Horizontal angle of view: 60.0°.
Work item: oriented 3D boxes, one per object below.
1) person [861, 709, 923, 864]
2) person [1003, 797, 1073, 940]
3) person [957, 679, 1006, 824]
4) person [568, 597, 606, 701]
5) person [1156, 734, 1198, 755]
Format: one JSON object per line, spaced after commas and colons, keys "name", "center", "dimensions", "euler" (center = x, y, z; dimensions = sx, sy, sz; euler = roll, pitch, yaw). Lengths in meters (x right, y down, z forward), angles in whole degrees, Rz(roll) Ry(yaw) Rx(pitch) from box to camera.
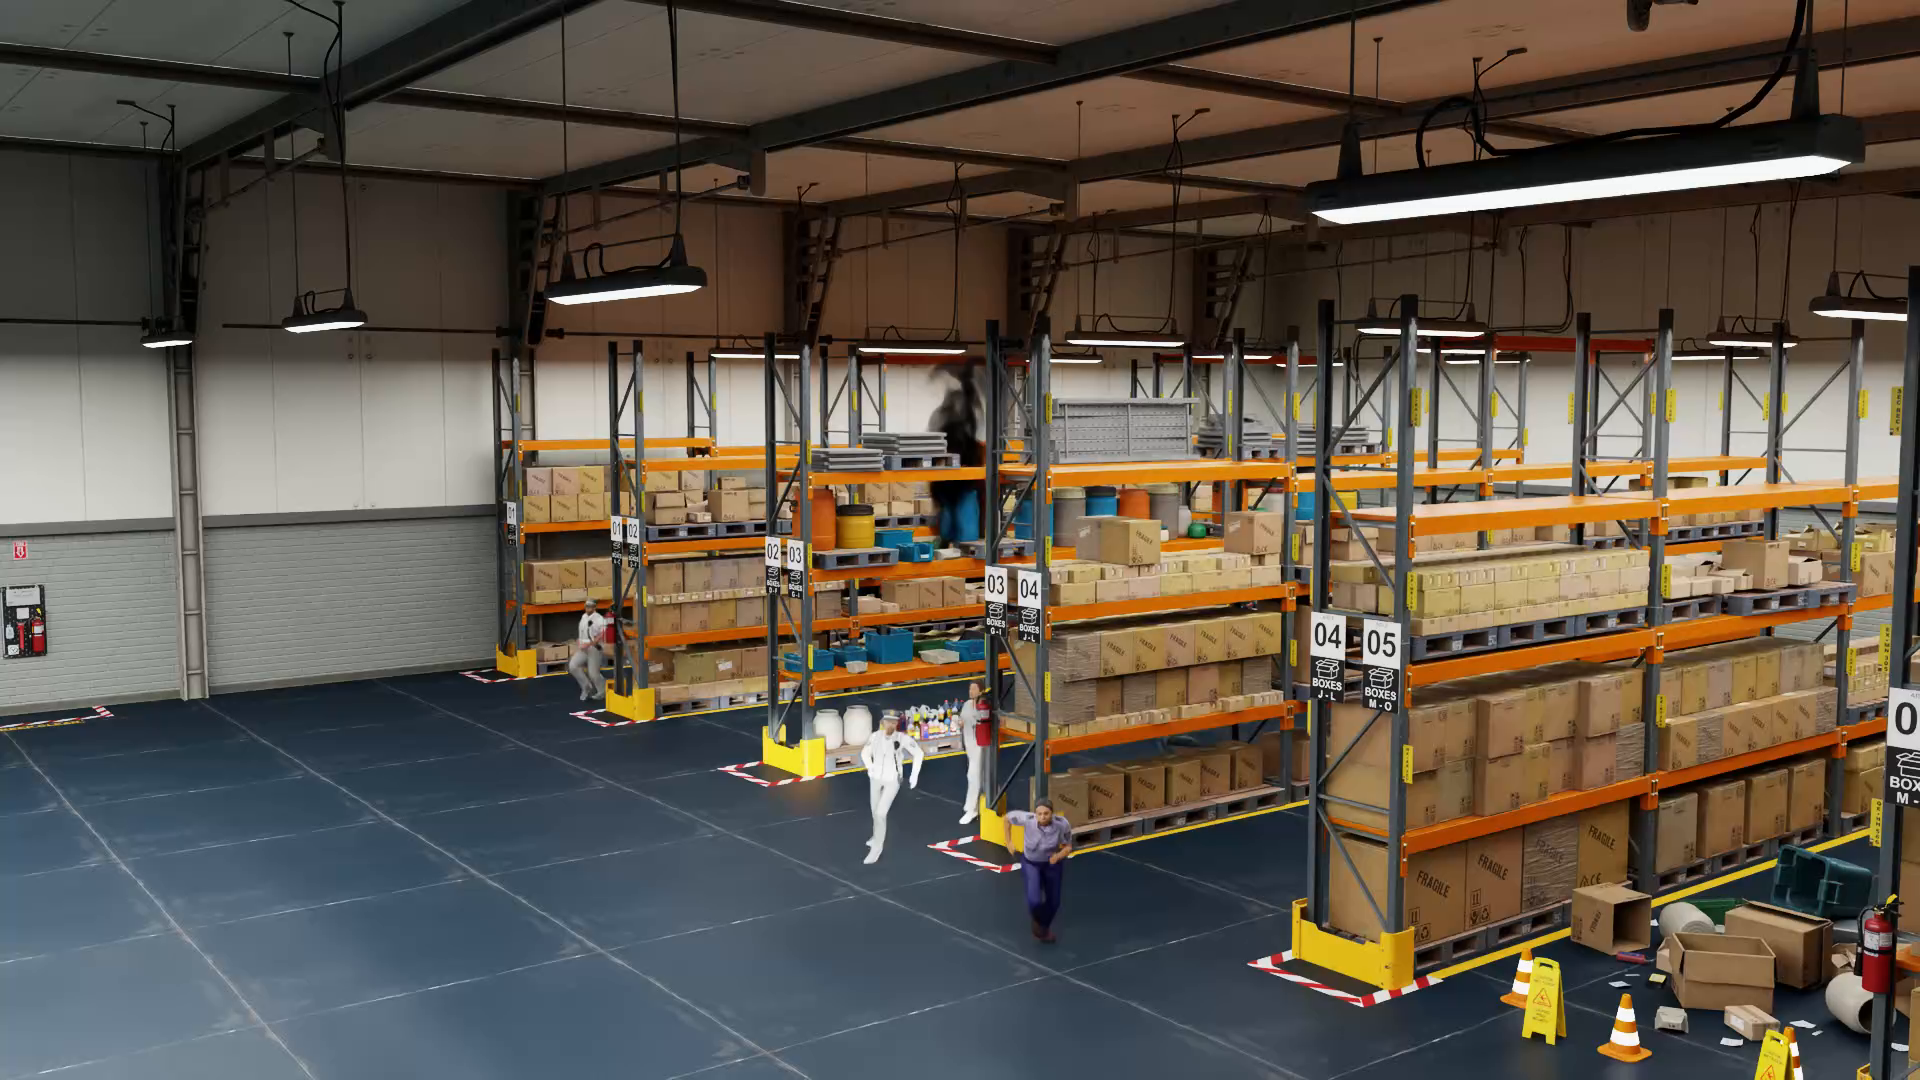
{"name": "person", "center": [-0.786, 2.717, 18.536], "dimensions": [0.689, 1.713, 0.686], "euler": [2, 5, 21]}
{"name": "person", "center": [0.722, 3.069, 15.480], "dimensions": [0.637, 1.483, 0.842], "euler": [0, 5, 0]}
{"name": "person", "center": [0.209, 2.532, 20.257], "dimensions": [0.578, 1.689, 0.854], "euler": [5, 7, 44]}
{"name": "person", "center": [-6.242, 1.845, 28.024], "dimensions": [0.679, 1.767, 0.627], "euler": [4, 7, 40]}
{"name": "person", "center": [2.950, 2.312, 22.800], "dimensions": [0.598, 1.726, 0.702], "euler": [-3, 6, -32]}
